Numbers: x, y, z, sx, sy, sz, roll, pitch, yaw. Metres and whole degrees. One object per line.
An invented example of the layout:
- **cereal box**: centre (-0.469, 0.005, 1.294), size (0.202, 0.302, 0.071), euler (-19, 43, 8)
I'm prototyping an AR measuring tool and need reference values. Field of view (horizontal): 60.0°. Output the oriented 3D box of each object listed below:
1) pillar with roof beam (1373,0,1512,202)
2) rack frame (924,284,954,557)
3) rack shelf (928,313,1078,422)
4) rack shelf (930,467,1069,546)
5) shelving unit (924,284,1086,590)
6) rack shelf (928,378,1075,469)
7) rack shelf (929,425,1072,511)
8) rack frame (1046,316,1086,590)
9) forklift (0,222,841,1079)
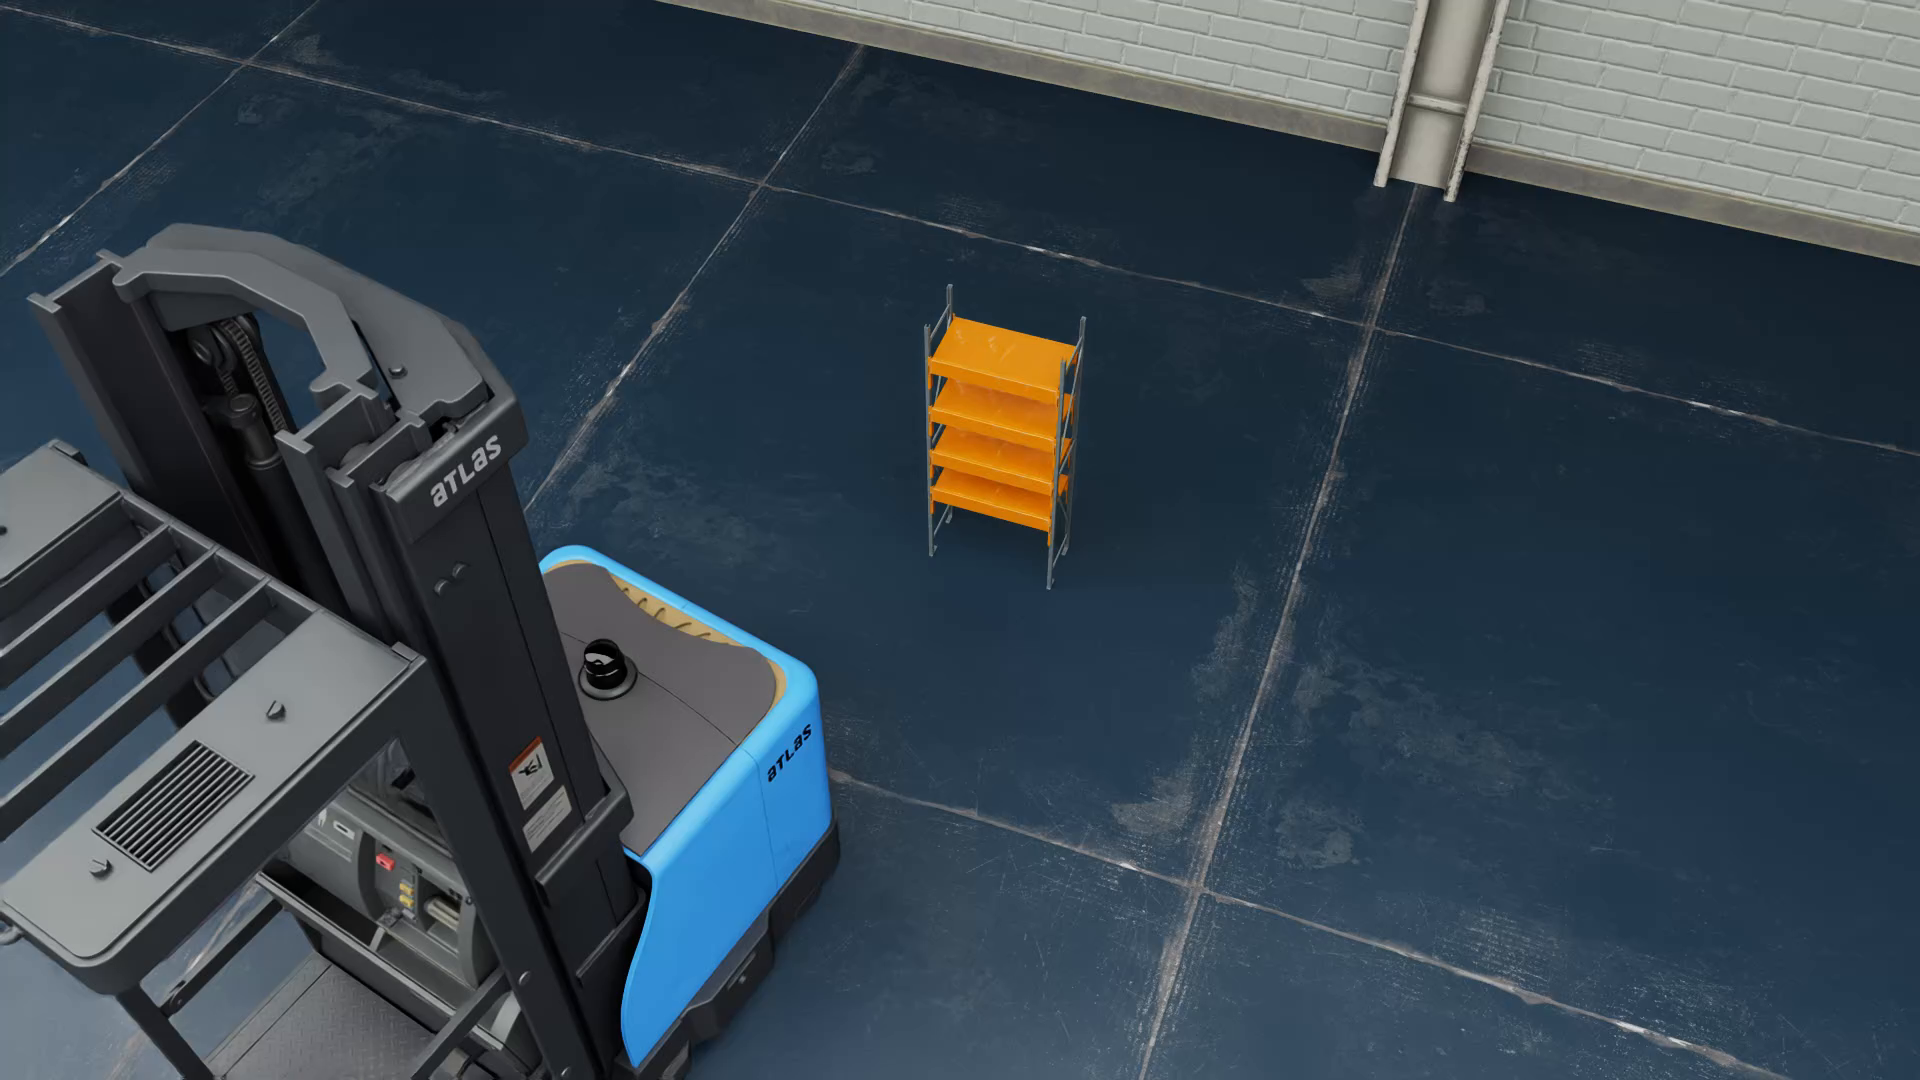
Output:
- **pillar with roof beam**: centre (0.765, -1.687, 2.124), size (0.400, 9.000, 9.100), euler (16, 51, 13)
- **rack frame**: centre (-0.074, -0.414, 6.181), size (0.015, 1.200, 0.240), euler (16, 51, 13)
- **rack shelf**: centre (0.155, -0.607, 5.829), size (0.480, 0.148, 0.258), euler (16, 51, 13)
- **rack shelf**: centre (0.155, -0.176, 6.326), size (0.480, 0.148, 0.258), euler (16, 51, 13)
- **shelving unit**: centre (0.155, -0.350, 6.126), size (0.503, 1.200, 0.258), euler (16, 51, 13)
- **rack shelf**: centre (0.155, -0.452, 6.007), size (0.480, 0.148, 0.258), euler (16, 51, 13)
- **rack shelf**: centre (0.155, -0.306, 6.176), size (0.480, 0.148, 0.258), euler (16, 51, 13)
- **rack frame**: centre (0.384, -0.286, 6.070), size (0.015, 1.200, 0.240), euler (16, 51, 13)
- **forklift**: centre (-1.624, 0.869, 3.924), size (1.130, 2.935, 3.031), euler (26, 54, 21)
